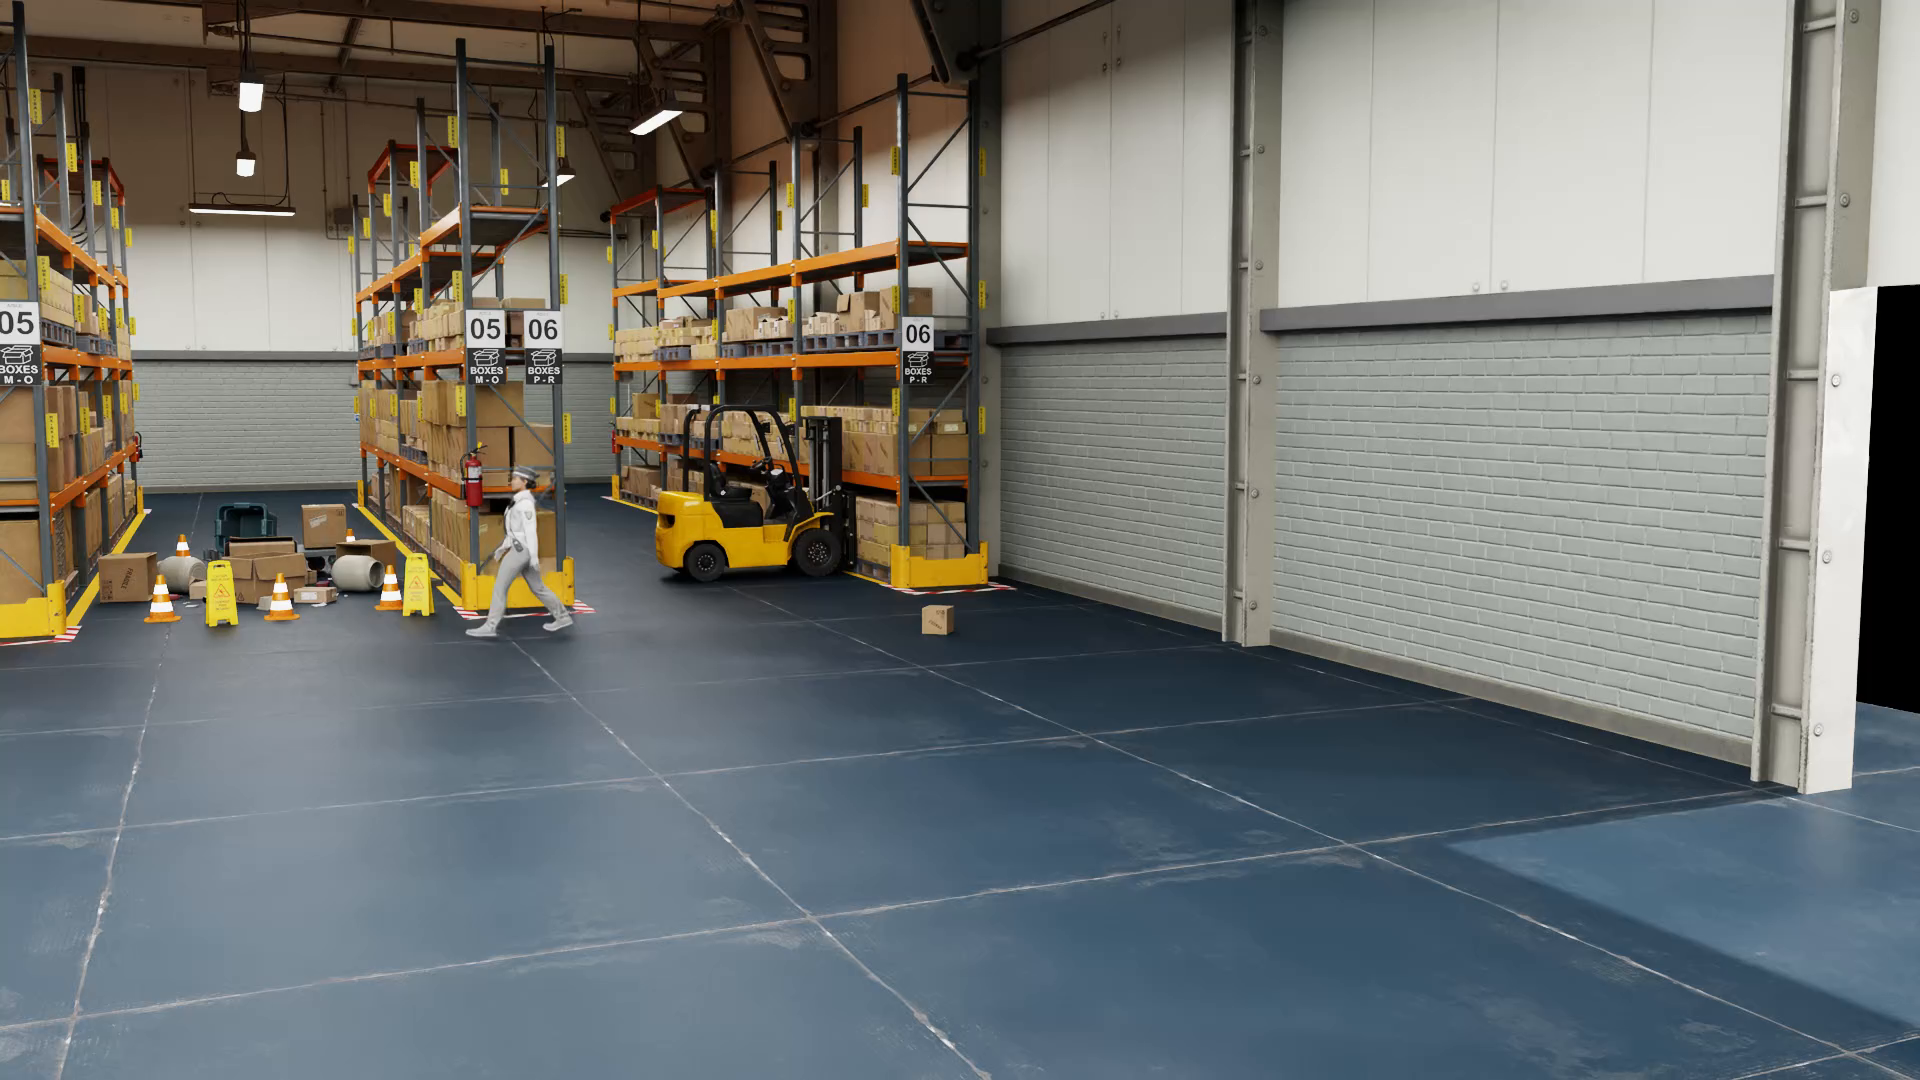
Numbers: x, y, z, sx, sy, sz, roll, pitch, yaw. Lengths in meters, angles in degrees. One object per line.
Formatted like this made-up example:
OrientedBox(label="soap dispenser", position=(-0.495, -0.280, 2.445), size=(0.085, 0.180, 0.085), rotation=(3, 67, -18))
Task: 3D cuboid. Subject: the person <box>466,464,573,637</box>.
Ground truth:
OrientedBox(label="person", position=(-4.216, 0.089, 15.863), size=(0.987, 1.637, 0.488), rotation=(-1, 6, -11))
